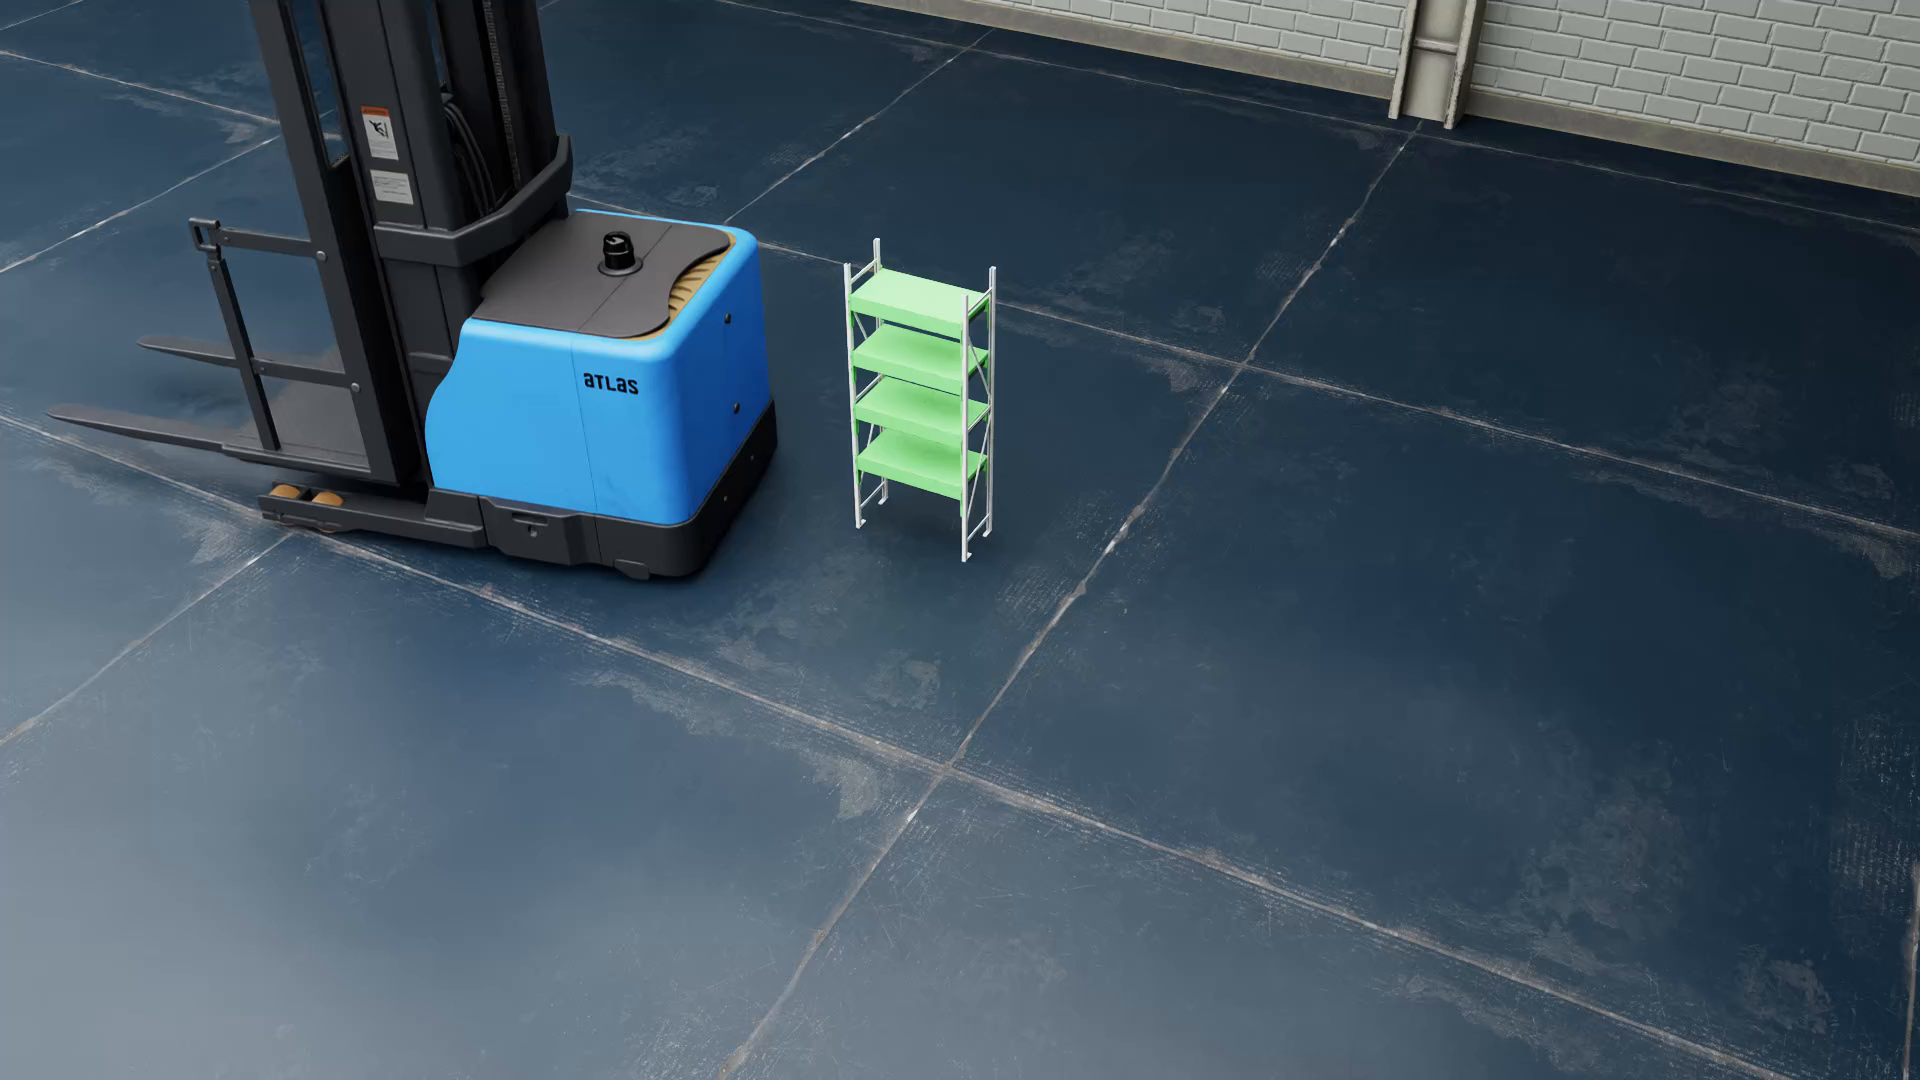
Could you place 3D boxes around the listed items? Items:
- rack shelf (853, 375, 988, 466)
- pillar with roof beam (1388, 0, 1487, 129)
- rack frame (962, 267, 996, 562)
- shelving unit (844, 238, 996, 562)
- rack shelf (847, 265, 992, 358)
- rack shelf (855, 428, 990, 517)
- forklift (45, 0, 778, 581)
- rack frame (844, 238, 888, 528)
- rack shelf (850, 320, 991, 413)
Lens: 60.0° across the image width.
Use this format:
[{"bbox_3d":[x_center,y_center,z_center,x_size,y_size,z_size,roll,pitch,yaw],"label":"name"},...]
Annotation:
[{"bbox_3d":[-0.147,-0.473,6.486,0.480,0.148,0.258,17,41,21],"label":"rack shelf"},{"bbox_3d":[0.879,-3.880,4.418,0.400,9.000,9.100,17,41,21],"label":"pillar with roof beam"},{"bbox_3d":[0.070,-0.456,6.358,0.015,1.200,0.240,17,41,21],"label":"rack frame"},{"bbox_3d":[-0.147,-0.524,6.448,0.503,1.200,0.258,17,41,21],"label":"shelving unit"},{"bbox_3d":[-0.147,-0.855,6.196,0.480,0.148,0.258,17,41,21],"label":"rack shelf"},{"bbox_3d":[-0.147,-0.282,6.632,0.480,0.148,0.258,17,41,21],"label":"rack shelf"},{"bbox_3d":[-2.361,-1.494,6.294,3.031,2.935,1.130,9,38,12],"label":"forklift"},{"bbox_3d":[-0.364,-0.592,6.537,0.015,1.200,0.240,17,41,21],"label":"rack frame"},{"bbox_3d":[-0.147,-0.664,6.341,0.480,0.148,0.258,17,41,21],"label":"rack shelf"}]
